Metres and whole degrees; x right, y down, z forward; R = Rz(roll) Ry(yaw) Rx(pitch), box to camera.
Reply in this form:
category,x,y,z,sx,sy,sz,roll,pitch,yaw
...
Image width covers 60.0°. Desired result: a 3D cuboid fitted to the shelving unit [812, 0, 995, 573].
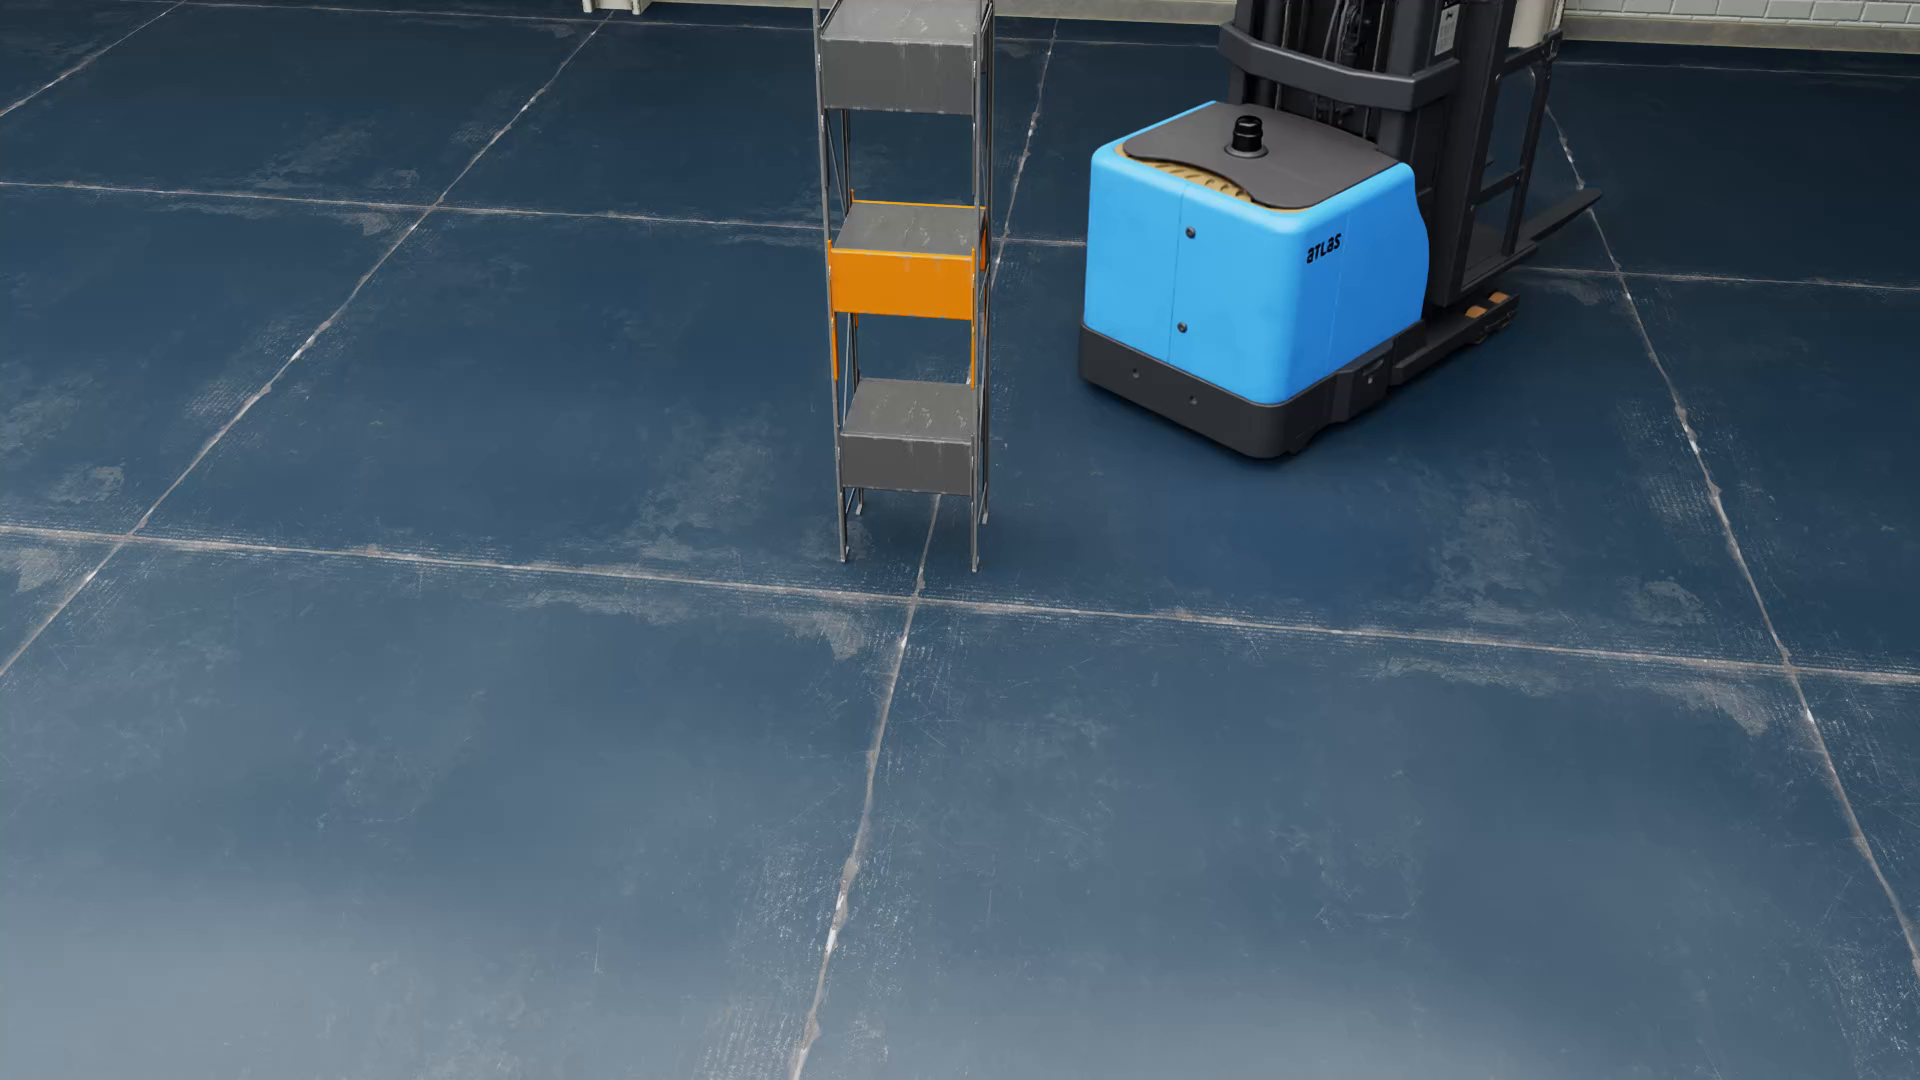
category,x,y,z,sx,sy,sz,roll,pitch,yaw
shelving unit,-0.164,-0.867,5.657,0.503,2.100,0.431,4,36,6

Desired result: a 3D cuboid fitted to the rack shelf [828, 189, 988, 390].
category,x,y,z,sx,sy,sz,roll,pitch,yaw
rack shelf,-0.164,-0.856,5.665,0.480,0.518,0.431,4,36,6

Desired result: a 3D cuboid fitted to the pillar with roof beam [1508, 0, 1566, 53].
category,x,y,z,sx,sy,sz,roll,pitch,yaw
pillar with roof beam,3.069,-4.389,4.653,0.400,9.000,9.100,4,36,6

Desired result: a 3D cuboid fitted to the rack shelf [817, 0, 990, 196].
category,x,y,z,sx,sy,sz,roll,pitch,yaw
rack shelf,-0.164,-1.426,5.258,0.480,0.518,0.431,4,36,6

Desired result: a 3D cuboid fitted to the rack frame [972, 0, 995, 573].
category,x,y,z,sx,sy,sz,roll,pitch,yaw
rack frame,0.078,-0.849,5.632,0.015,2.100,0.400,4,36,6

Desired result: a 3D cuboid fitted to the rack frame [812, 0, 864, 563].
category,x,y,z,sx,sy,sz,roll,pitch,yaw
rack frame,-0.406,-0.885,5.683,0.015,2.100,0.400,4,36,6

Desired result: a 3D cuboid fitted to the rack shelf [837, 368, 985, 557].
category,x,y,z,sx,sy,sz,roll,pitch,yaw
rack shelf,-0.164,-0.286,6.072,0.480,0.518,0.431,4,36,6

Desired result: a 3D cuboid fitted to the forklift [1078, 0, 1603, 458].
category,x,y,z,sx,sy,sz,roll,pitch,yaw
forklift,1.905,-2.268,6.905,3.031,2.935,1.130,-30,45,-35
